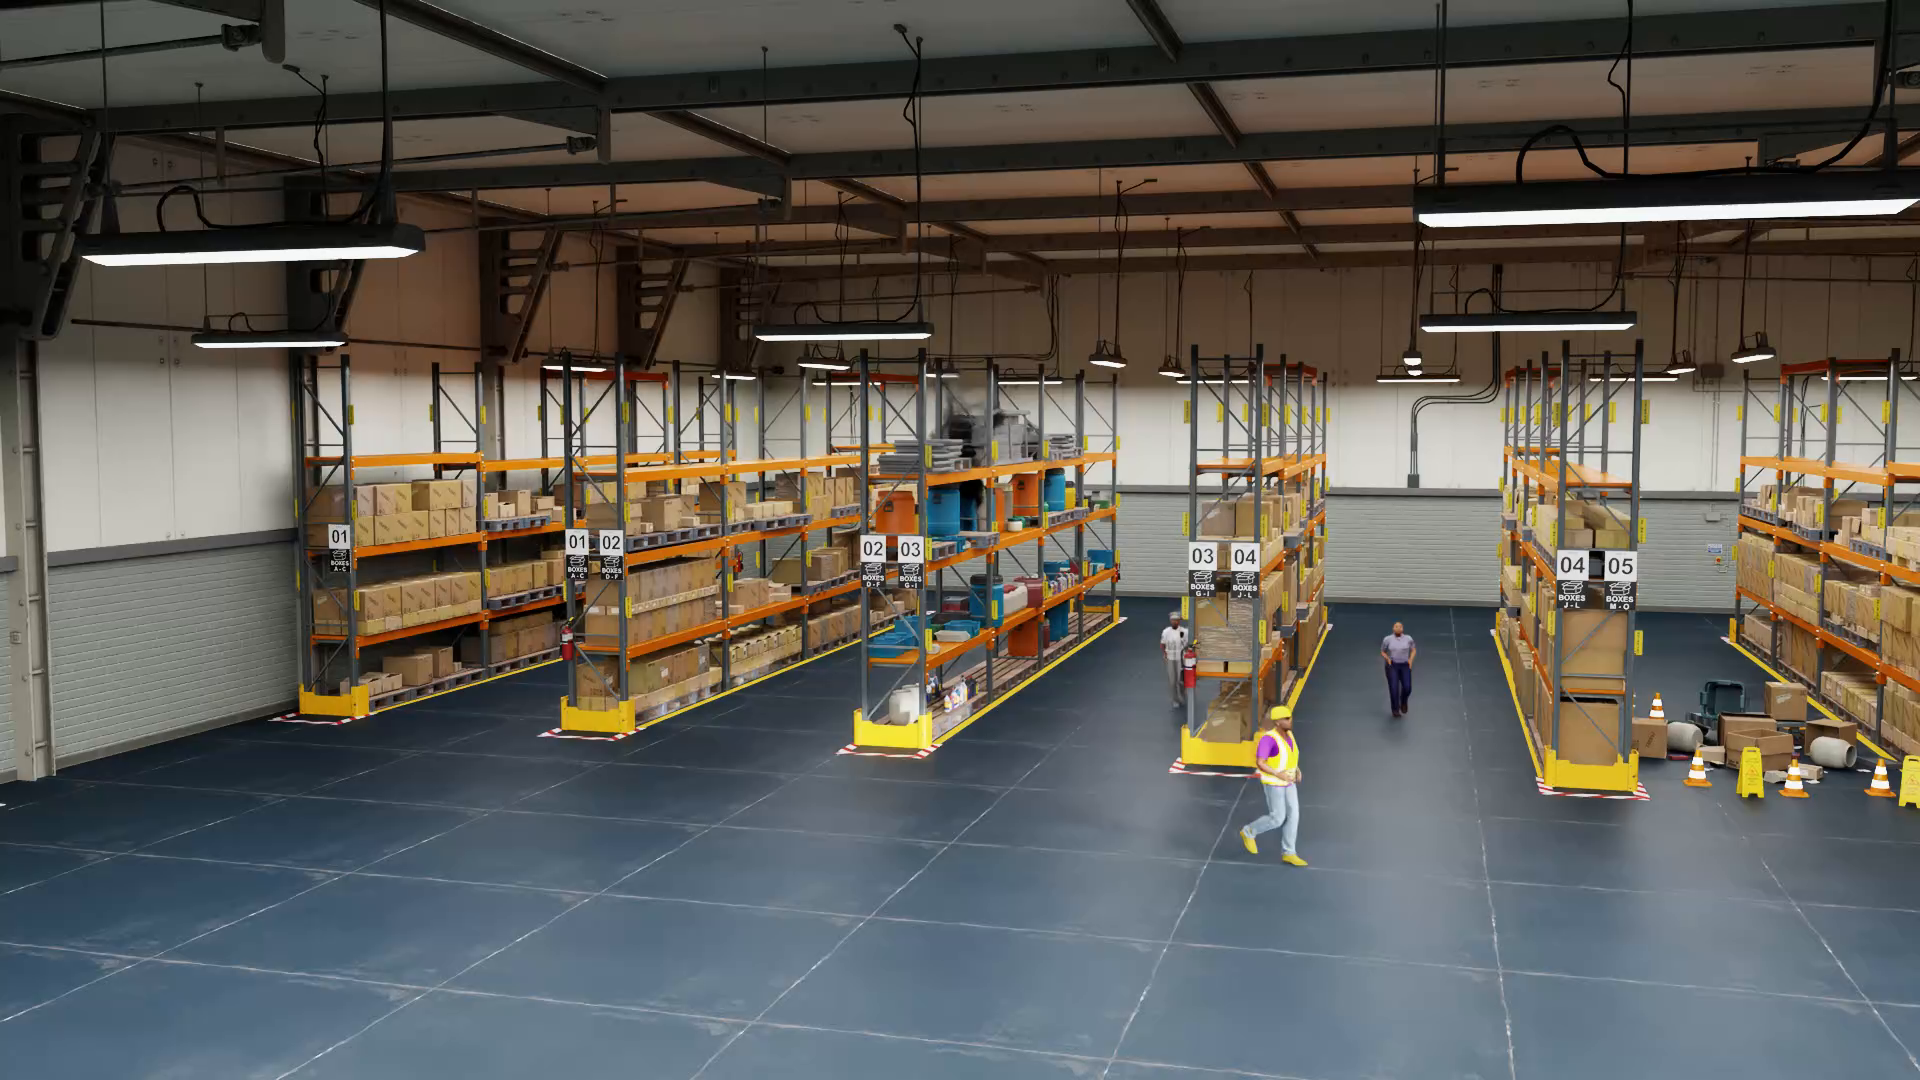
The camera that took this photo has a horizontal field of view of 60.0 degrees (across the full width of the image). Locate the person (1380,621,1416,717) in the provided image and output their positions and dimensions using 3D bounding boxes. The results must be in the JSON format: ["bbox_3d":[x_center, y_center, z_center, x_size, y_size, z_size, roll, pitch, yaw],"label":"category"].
[{"bbox_3d":[7.261,2.136,27.523,0.581,1.603,0.536,1,4,9],"label":"person"}]

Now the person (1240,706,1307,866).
[{"bbox_3d":[3.556,2.733,18.659,0.791,1.767,0.725,4,6,43],"label":"person"}]

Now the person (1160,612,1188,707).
[{"bbox_3d":[3.684,2.044,28.396,0.550,1.655,0.524,1,4,12],"label":"person"}]
